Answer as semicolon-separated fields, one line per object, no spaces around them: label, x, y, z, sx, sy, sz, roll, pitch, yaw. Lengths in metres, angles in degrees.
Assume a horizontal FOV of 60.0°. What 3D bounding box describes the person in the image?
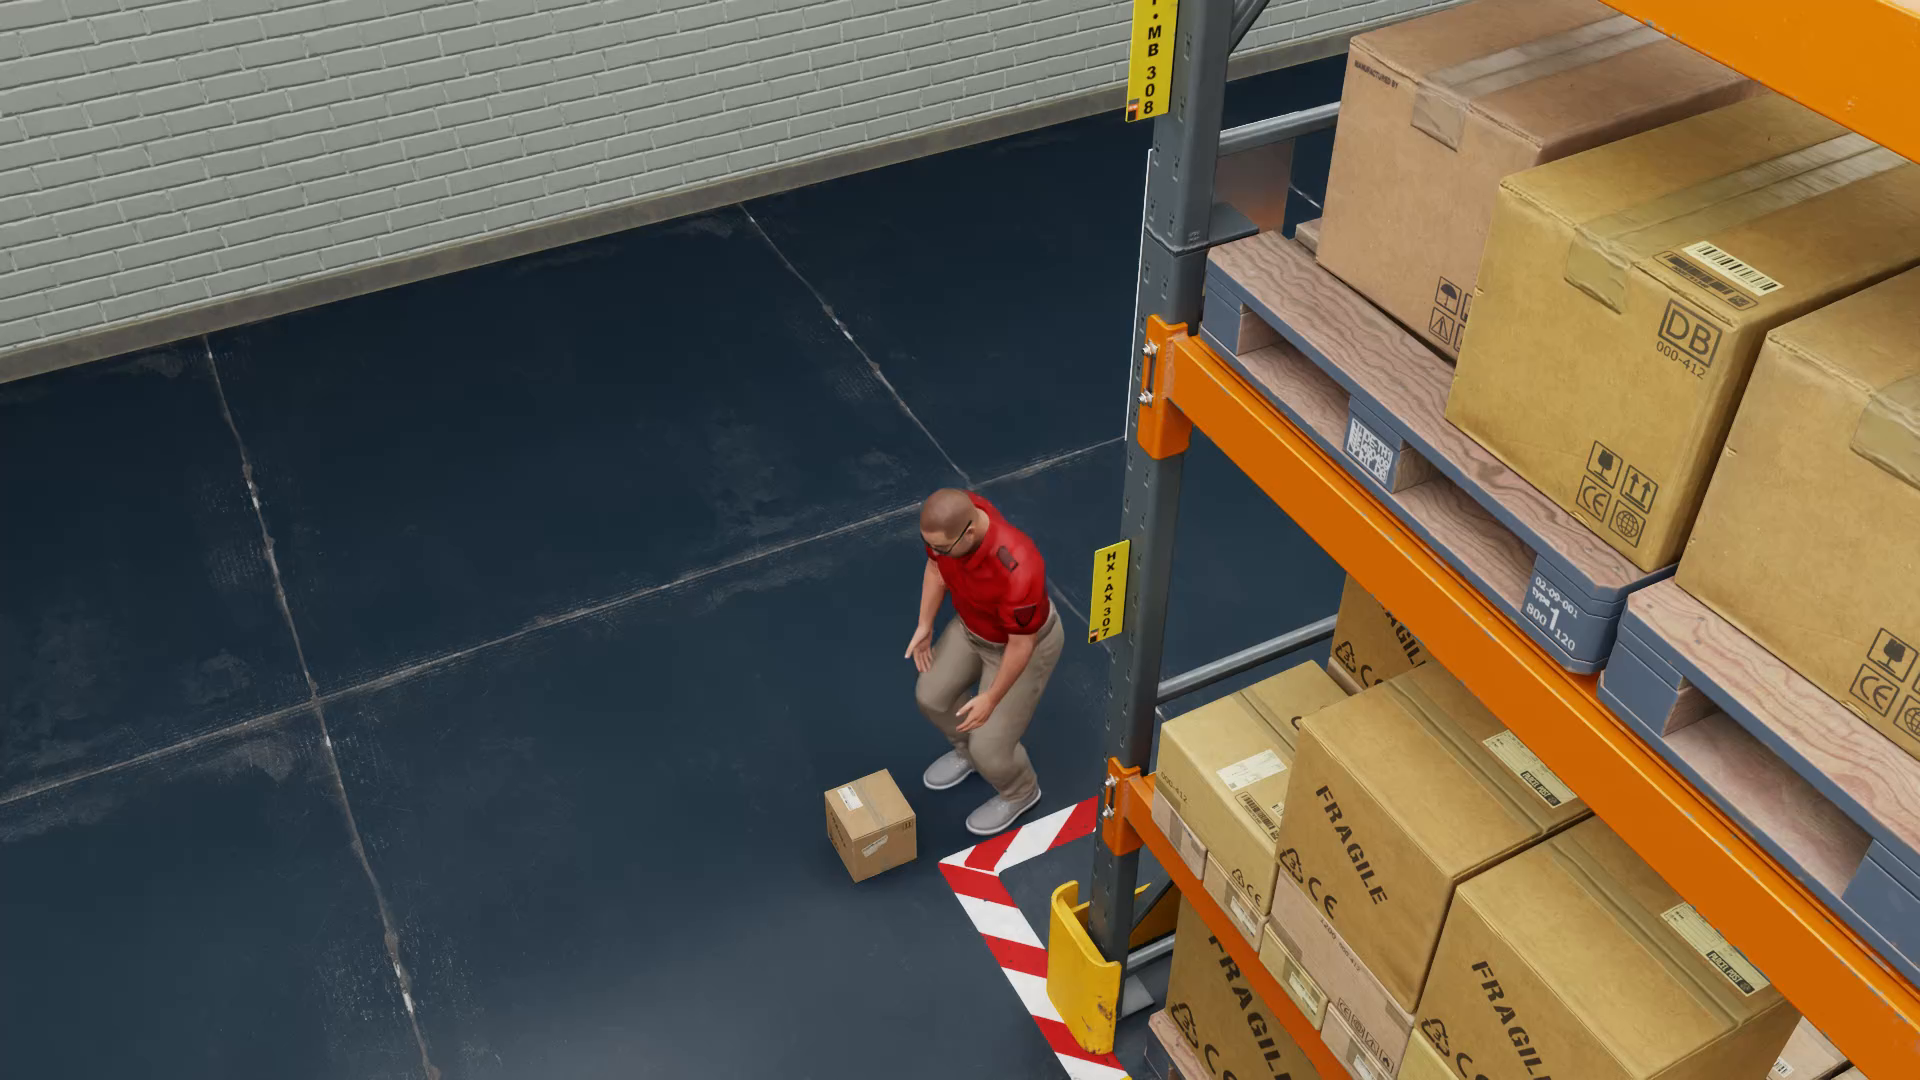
person;0.104;0.386;5.845;0.550;1.588;0.578;-23;46;-25
